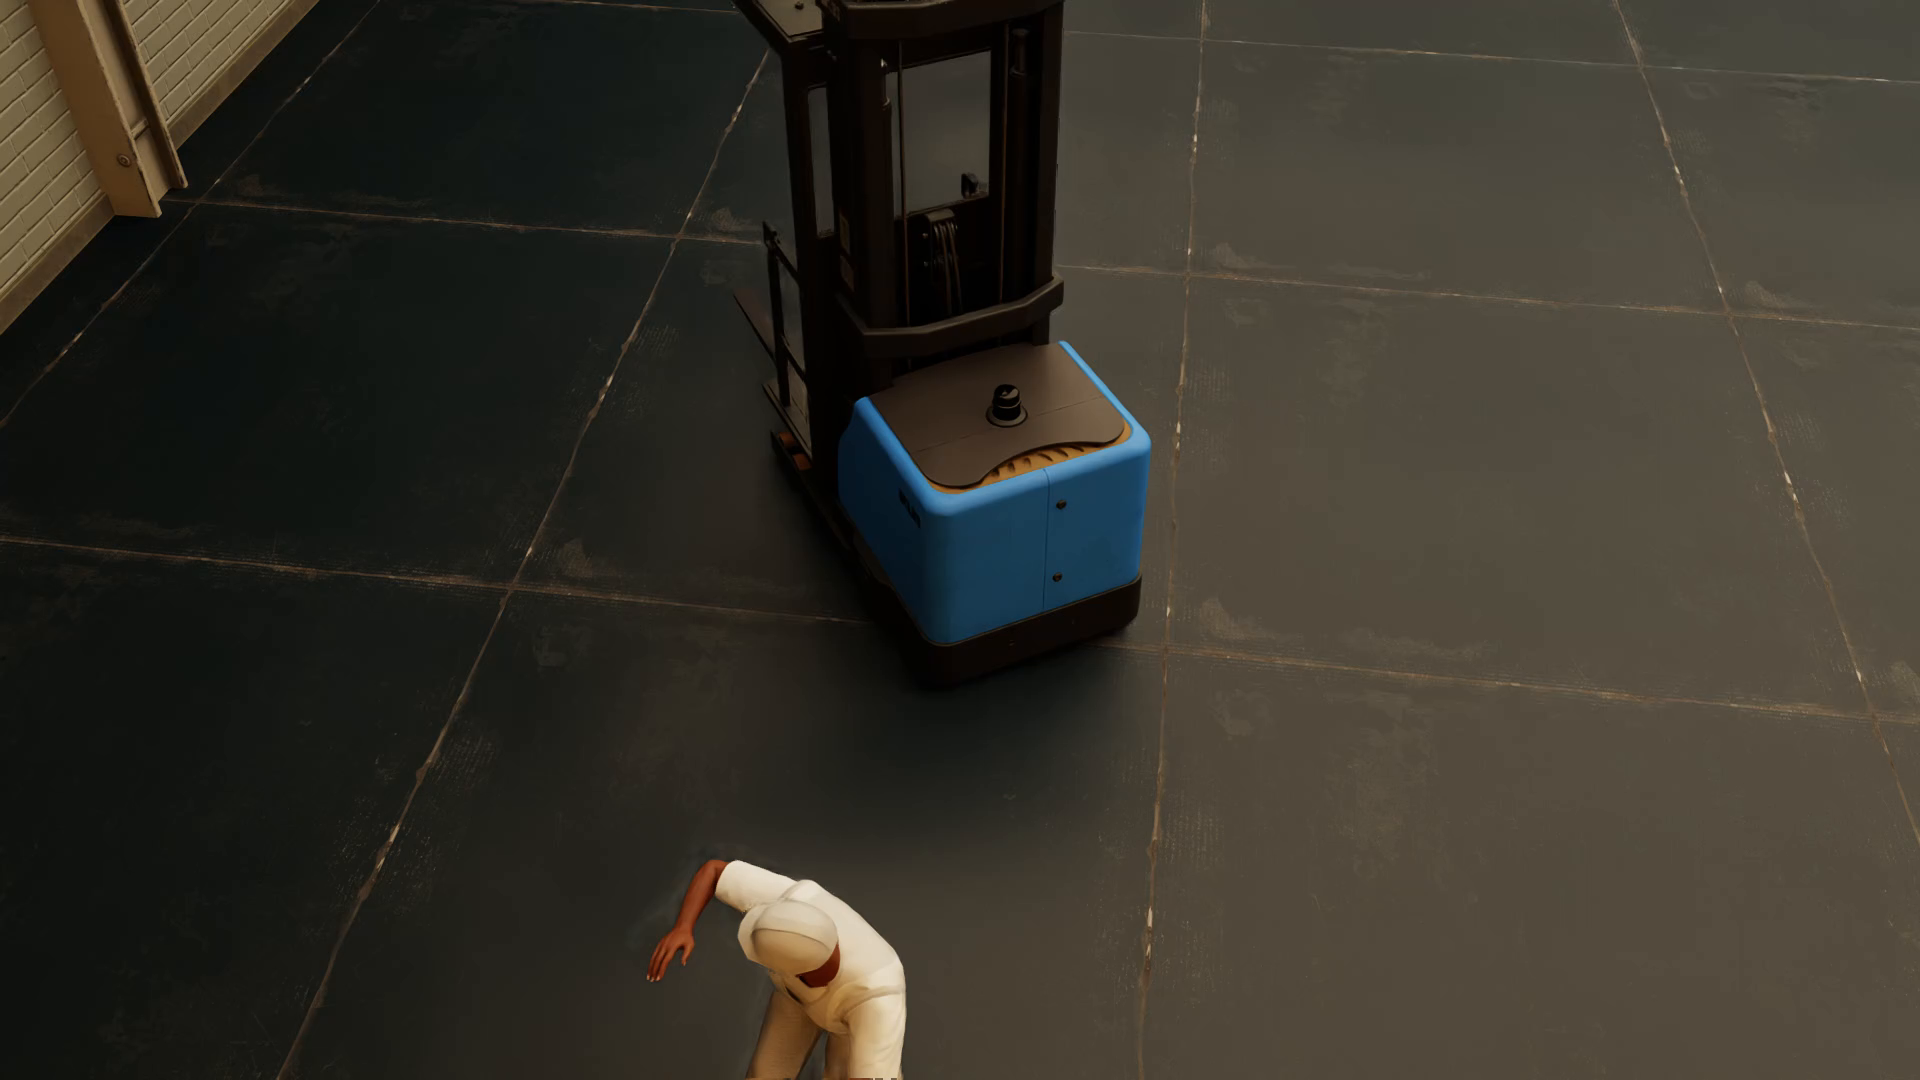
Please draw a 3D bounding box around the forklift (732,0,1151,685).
[{"bbox_3d":[-0.288,-1.460,7.314,1.130,2.935,3.031,-18,45,-18],"label":"forklift"}]

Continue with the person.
[{"bbox_3d":[-0.539,1.587,5.079,0.837,1.479,0.992,17,45,18],"label":"person"}]
